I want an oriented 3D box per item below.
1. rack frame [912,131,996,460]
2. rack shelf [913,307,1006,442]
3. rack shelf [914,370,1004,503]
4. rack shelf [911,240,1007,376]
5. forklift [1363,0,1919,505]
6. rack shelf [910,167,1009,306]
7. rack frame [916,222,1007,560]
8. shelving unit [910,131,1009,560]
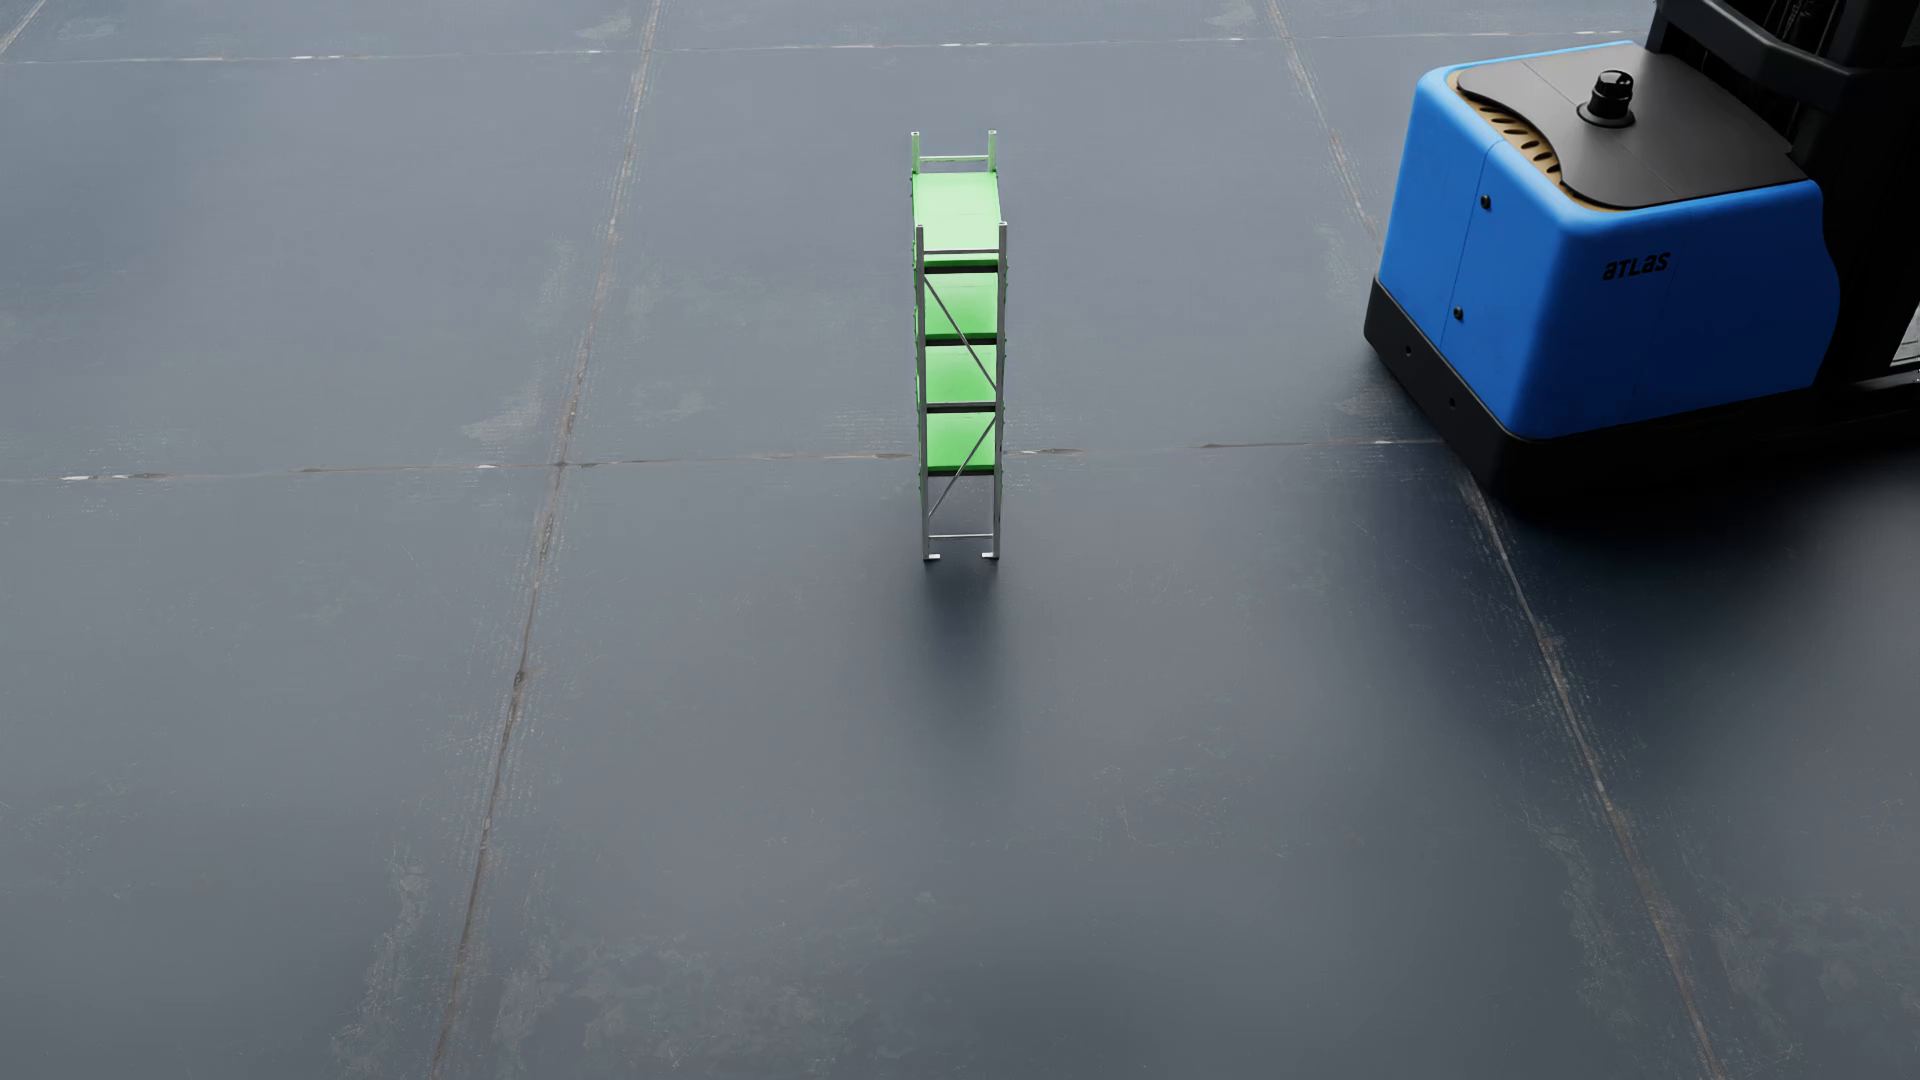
[{"bbox_3d":[-0.017,-0.719,5.146,0.240,1.200,0.015,-2,43,-2],"label":"rack frame"},{"bbox_3d":[-0.007,-0.507,5.010,0.258,0.148,0.480,-2,43,-2],"label":"rack shelf"},{"bbox_3d":[-0.007,-0.330,5.172,0.258,0.148,0.480,-2,43,-2],"label":"rack shelf"},{"bbox_3d":[-0.007,-0.684,4.848,0.258,0.148,0.480,-2,43,-2],"label":"rack shelf"},{"bbox_3d":[3.017,-1.760,5.001,3.031,2.935,1.130,-11,44,-12],"label":"forklift"},{"bbox_3d":[-0.007,-0.861,4.685,0.258,0.148,0.480,-2,43,-2],"label":"rack shelf"},{"bbox_3d":[0.003,-0.389,4.787,0.240,1.200,0.015,-2,43,-2],"label":"rack frame"},{"bbox_3d":[-0.007,-0.554,4.966,0.258,1.200,0.503,-2,43,-2],"label":"shelving unit"}]
